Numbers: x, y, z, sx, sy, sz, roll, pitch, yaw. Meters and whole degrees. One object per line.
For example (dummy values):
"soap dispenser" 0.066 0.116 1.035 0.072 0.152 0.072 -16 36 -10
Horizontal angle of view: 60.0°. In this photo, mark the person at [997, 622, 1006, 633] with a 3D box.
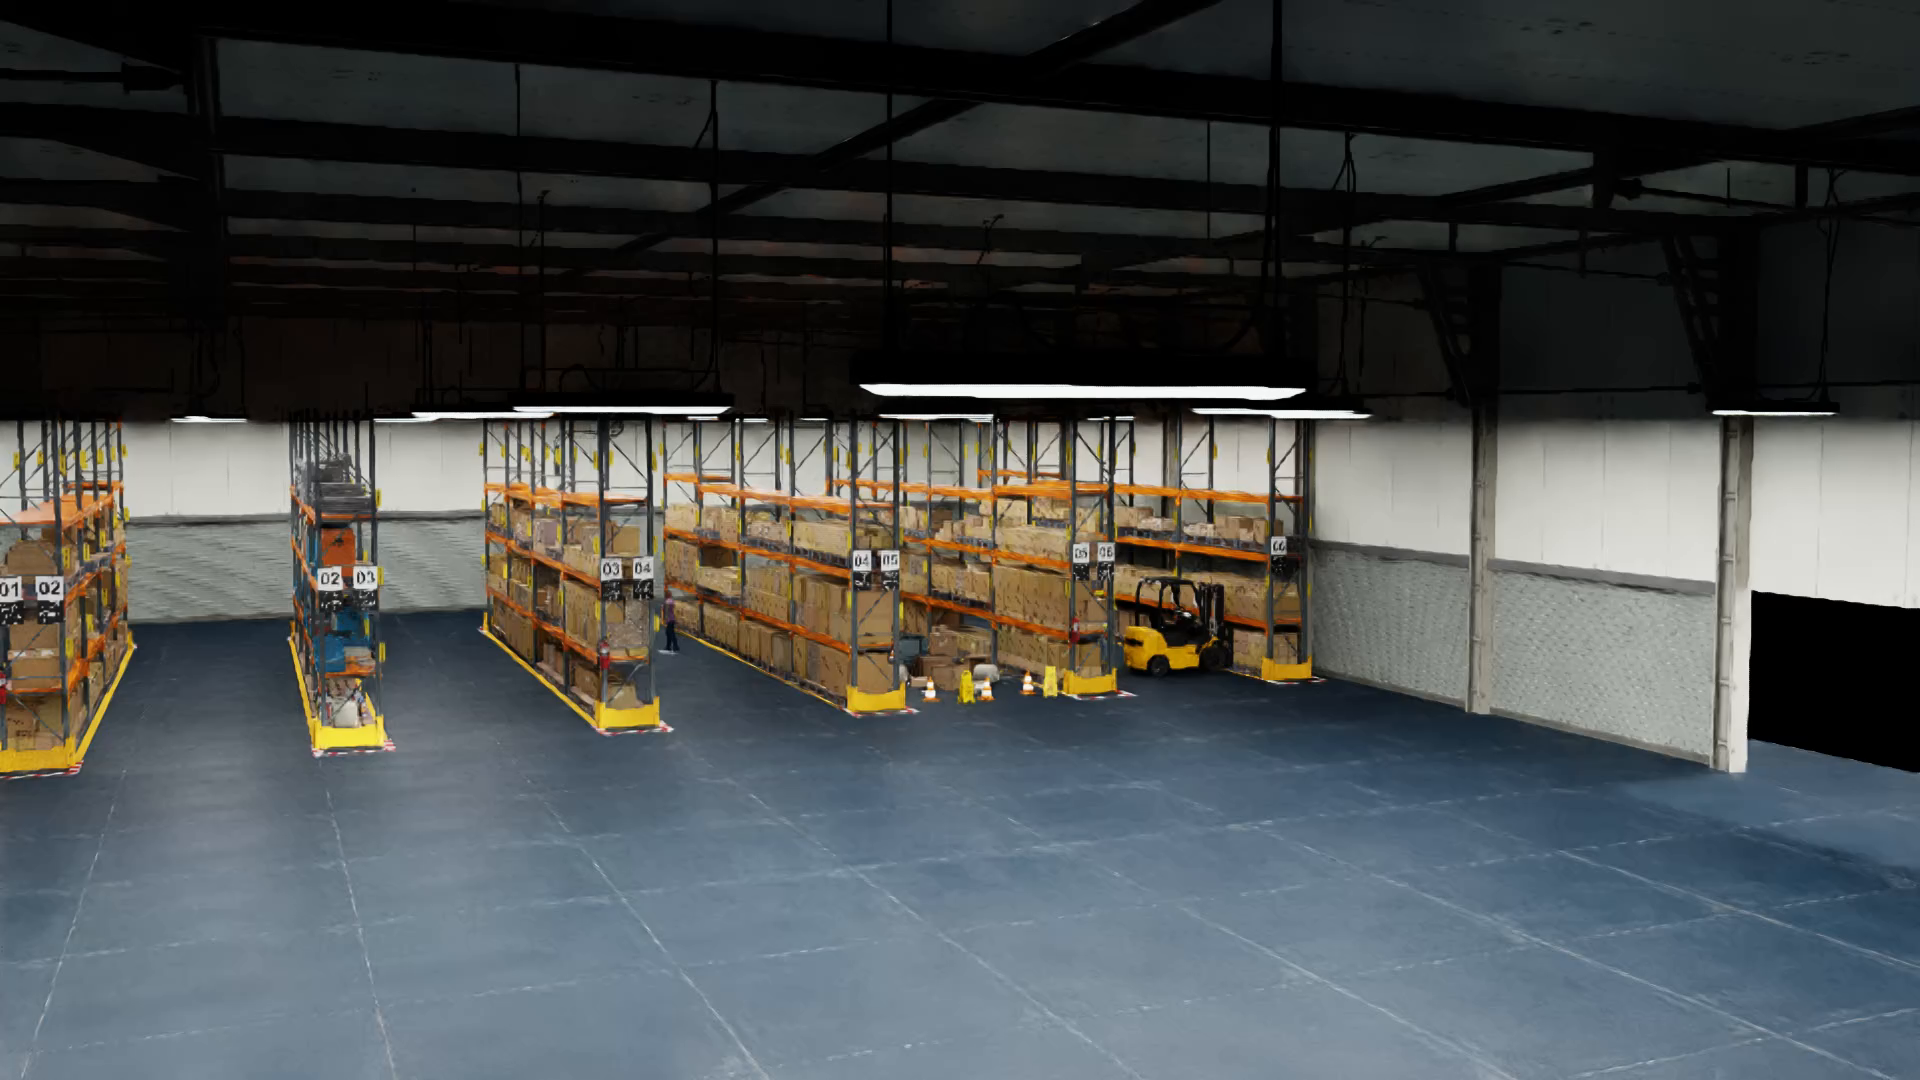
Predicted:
"person" 1.154 1.671 44.899 0.577 1.785 0.655 0 4 5

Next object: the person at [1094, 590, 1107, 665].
"person" 3.279 2.058 39.534 0.580 1.762 0.673 1 4 7

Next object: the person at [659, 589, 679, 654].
"person" -7.243 2.019 41.325 0.534 1.589 0.521 0 4 1
